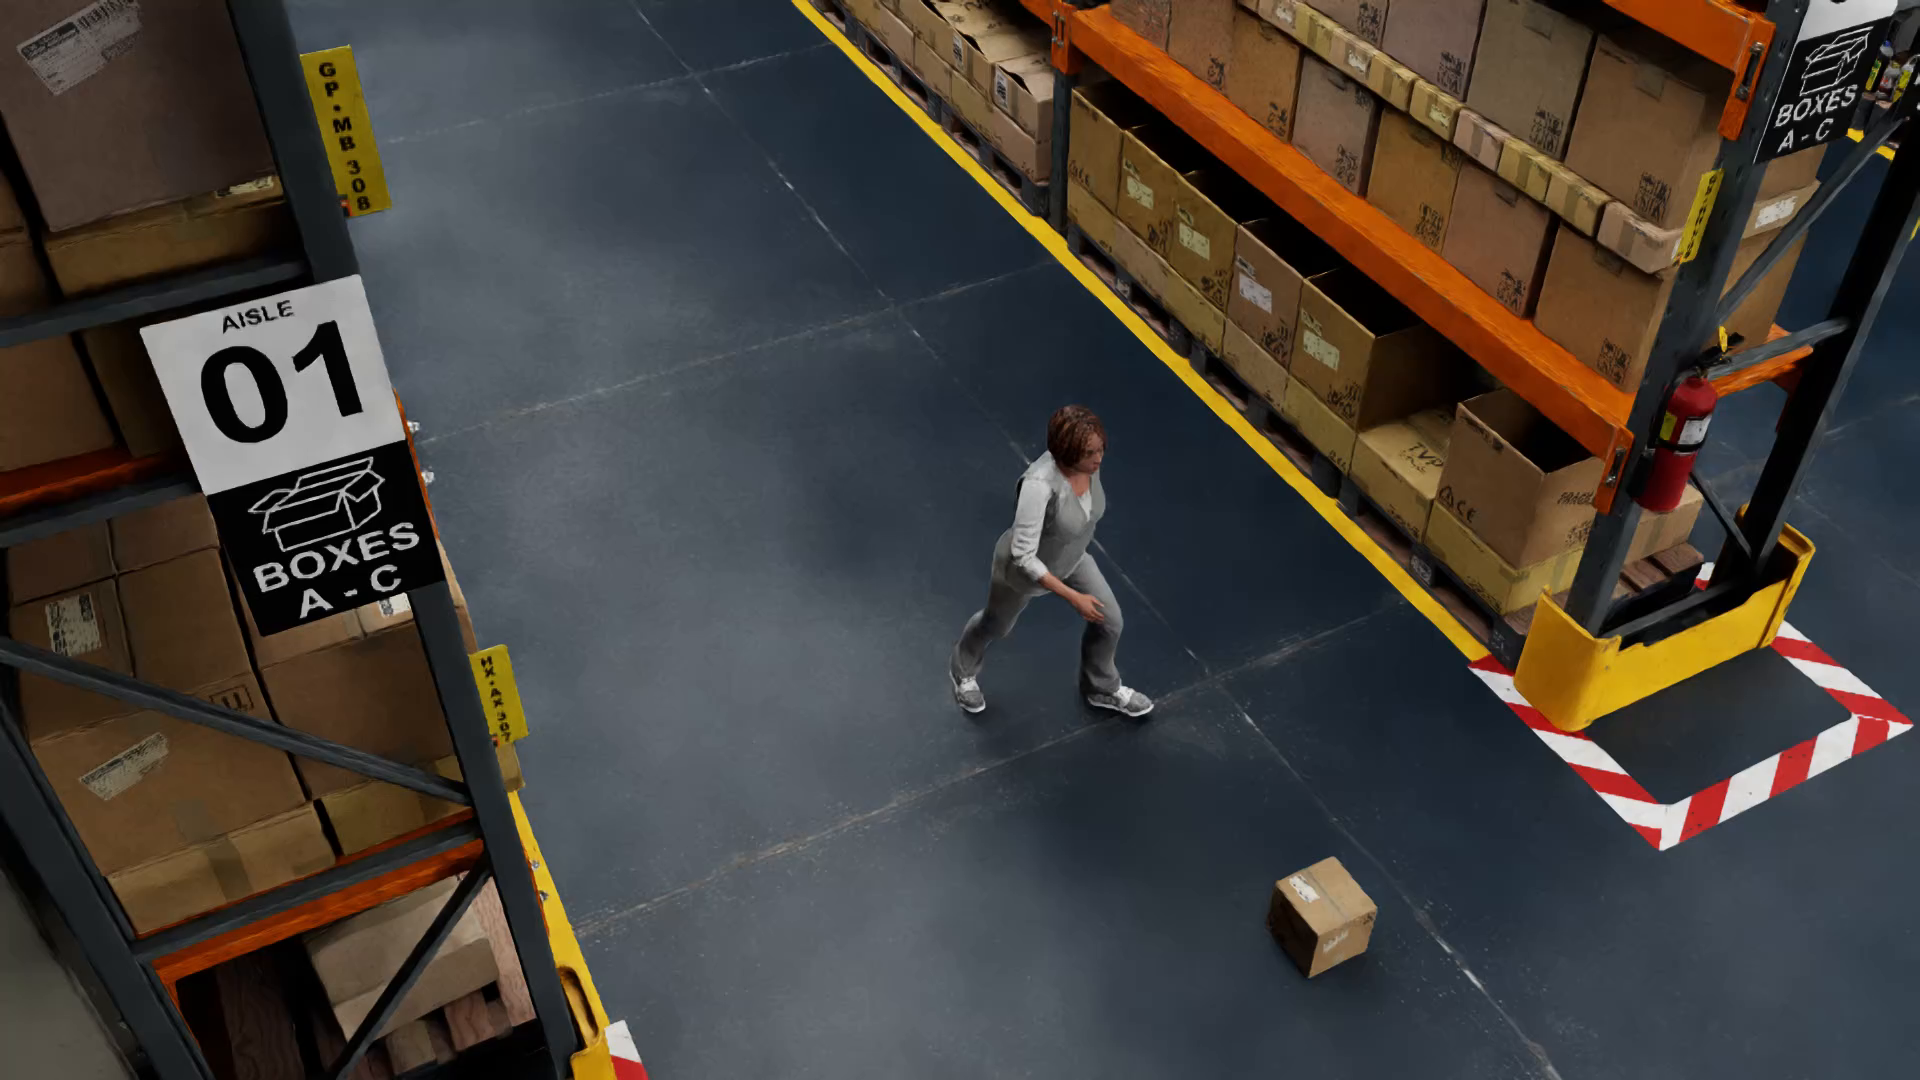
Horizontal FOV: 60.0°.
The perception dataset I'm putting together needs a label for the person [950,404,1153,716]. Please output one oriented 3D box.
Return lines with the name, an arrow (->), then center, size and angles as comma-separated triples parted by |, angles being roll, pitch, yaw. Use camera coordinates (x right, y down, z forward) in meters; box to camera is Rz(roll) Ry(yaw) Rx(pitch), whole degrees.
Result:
person -> 0.321, 0.081, 6.095 | 0.566, 1.540, 0.743 | -33, 52, -32
